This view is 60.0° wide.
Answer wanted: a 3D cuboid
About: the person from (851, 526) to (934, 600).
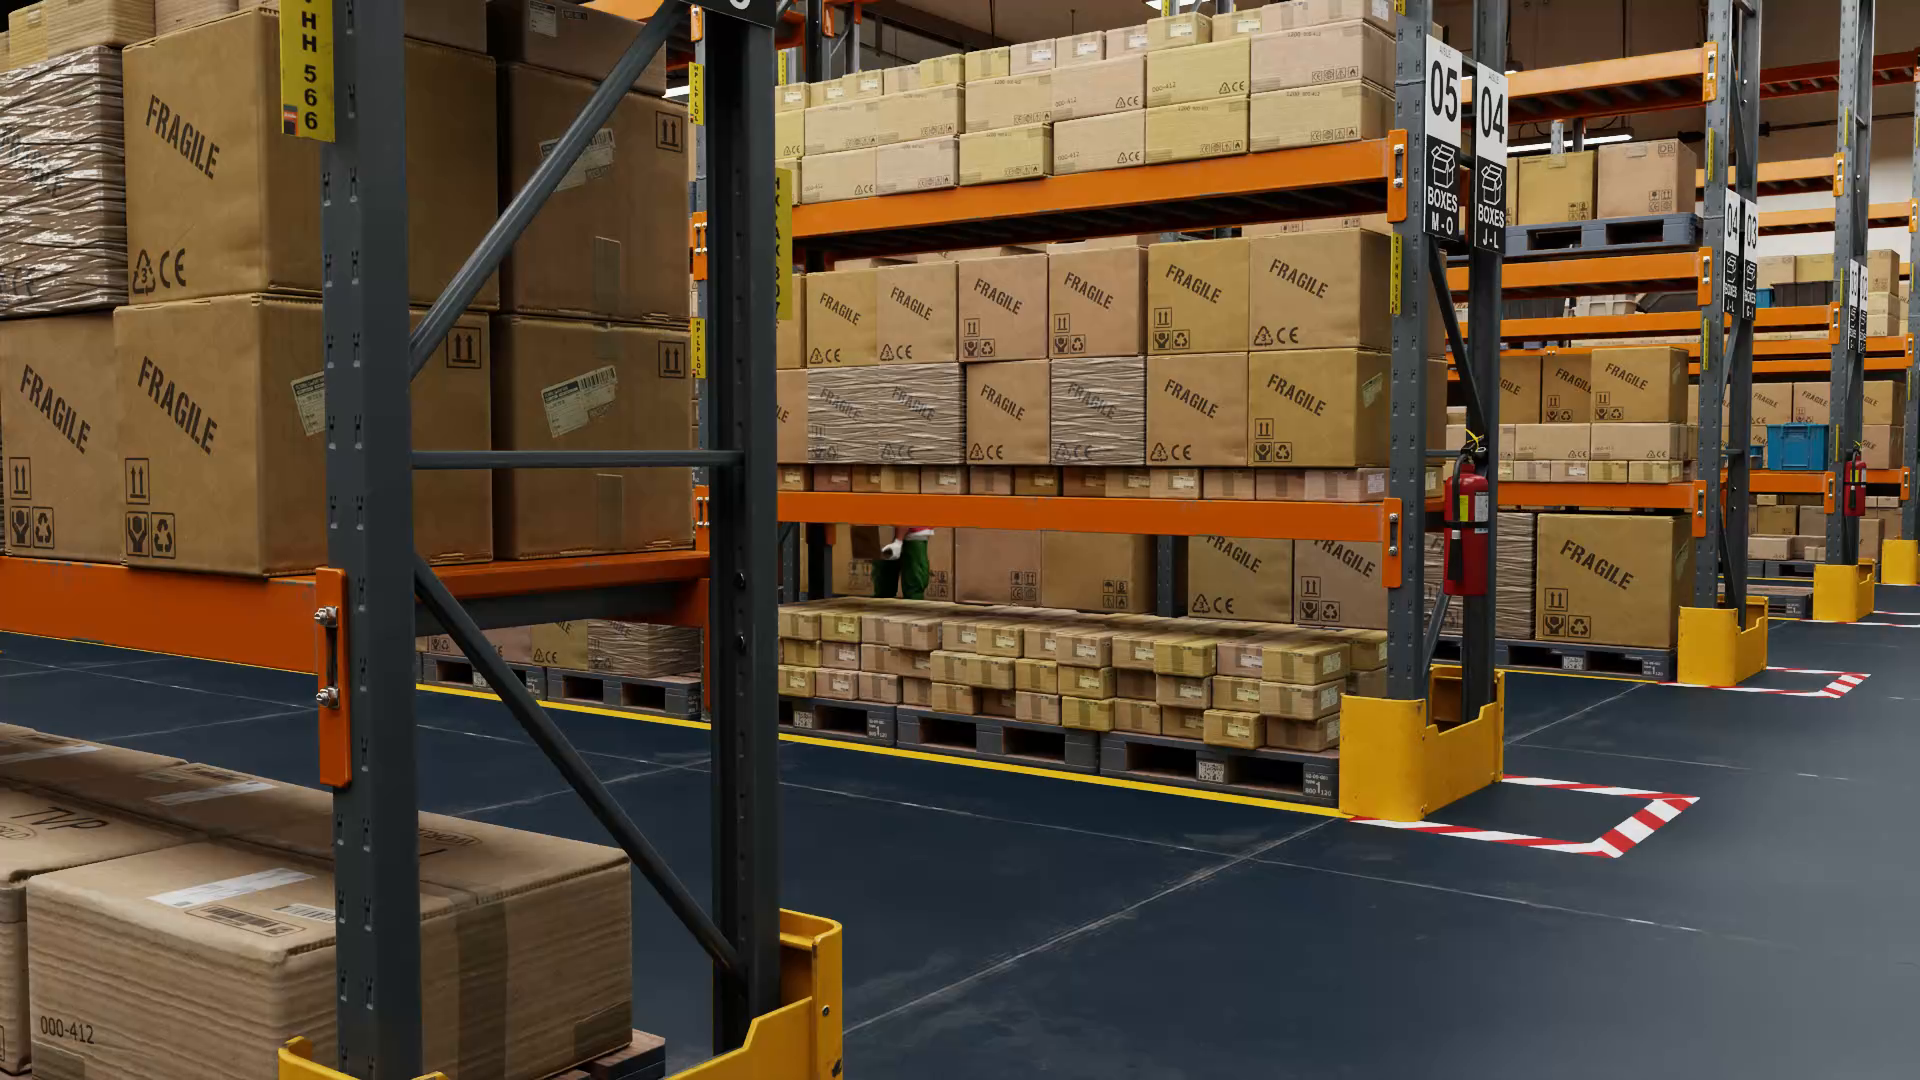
[{"bbox_3d":[-0.451,0.027,11.502,0.485,1.747,0.594,2,4,35],"label":"person"}]
